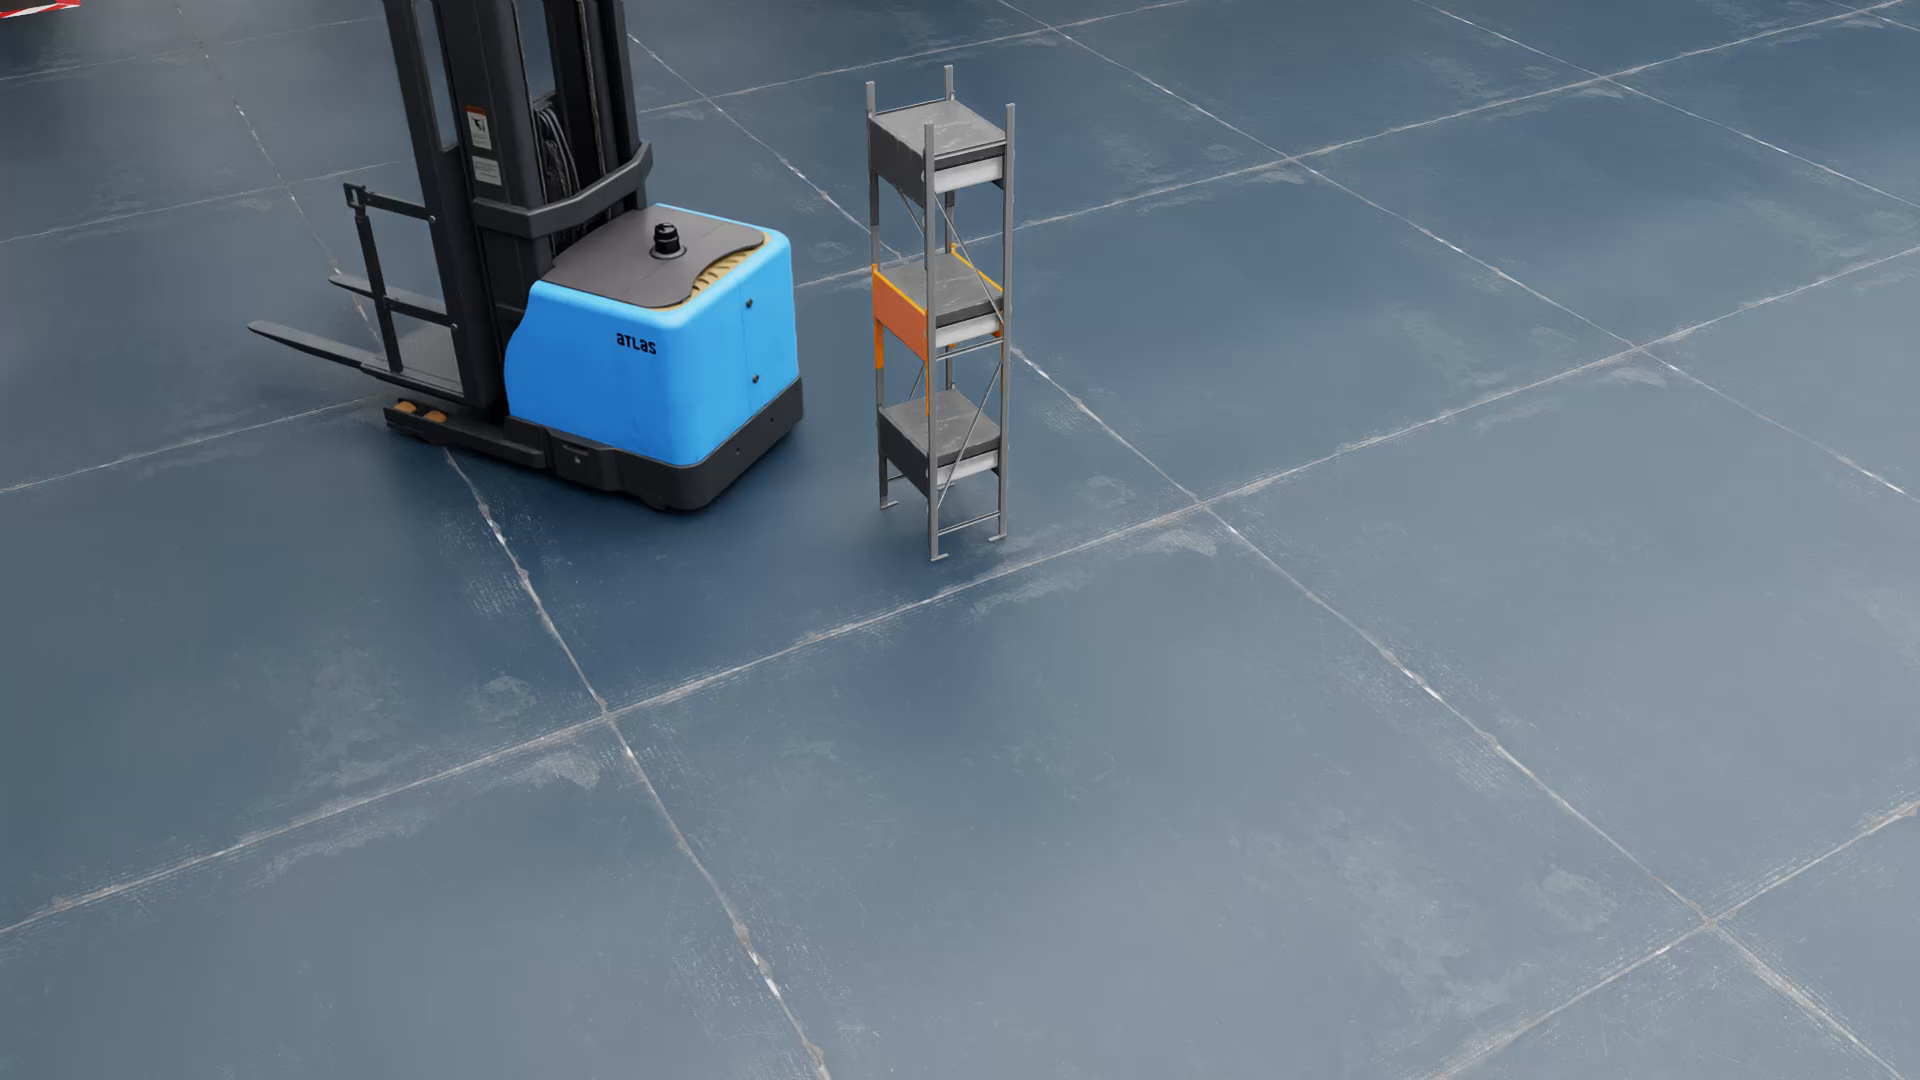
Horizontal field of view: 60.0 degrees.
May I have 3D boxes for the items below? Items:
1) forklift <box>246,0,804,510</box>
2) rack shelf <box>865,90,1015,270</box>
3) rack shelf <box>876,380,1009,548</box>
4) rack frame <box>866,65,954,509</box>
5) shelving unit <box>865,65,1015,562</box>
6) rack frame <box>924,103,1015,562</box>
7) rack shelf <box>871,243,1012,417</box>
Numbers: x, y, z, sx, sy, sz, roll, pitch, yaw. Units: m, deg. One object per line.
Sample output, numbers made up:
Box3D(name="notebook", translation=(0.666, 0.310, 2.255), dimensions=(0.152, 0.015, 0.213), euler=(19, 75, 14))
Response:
Box3D(name="forklift", translation=(-2.347, -1.927, 7.903), dimensions=(3.031, 2.935, 1.130), euler=(17, 39, 22))
Box3D(name="rack shelf", translation=(-0.083, -1.487, 6.841), dimensions=(0.431, 0.518, 0.480), euler=(-19, 40, -24))
Box3D(name="rack shelf", translation=(-0.083, -0.356, 7.667), dimensions=(0.431, 0.518, 0.480), euler=(-19, 40, -24))
Box3D(name="rack frame", translation=(-0.206, -1.057, 7.417), dimensions=(0.400, 2.100, 0.015), euler=(-19, 40, -24))
Box3D(name="shelving unit", translation=(-0.083, -0.932, 7.246), dimensions=(0.431, 2.100, 0.503), euler=(-19, 40, -24))
Box3D(name="rack frame", translation=(0.039, -0.808, 7.076), dimensions=(0.400, 2.100, 0.015), euler=(-19, 40, -24))
Box3D(name="rack shelf", translation=(-0.083, -0.921, 7.254), dimensions=(0.431, 0.518, 0.480), euler=(-19, 40, -24))
